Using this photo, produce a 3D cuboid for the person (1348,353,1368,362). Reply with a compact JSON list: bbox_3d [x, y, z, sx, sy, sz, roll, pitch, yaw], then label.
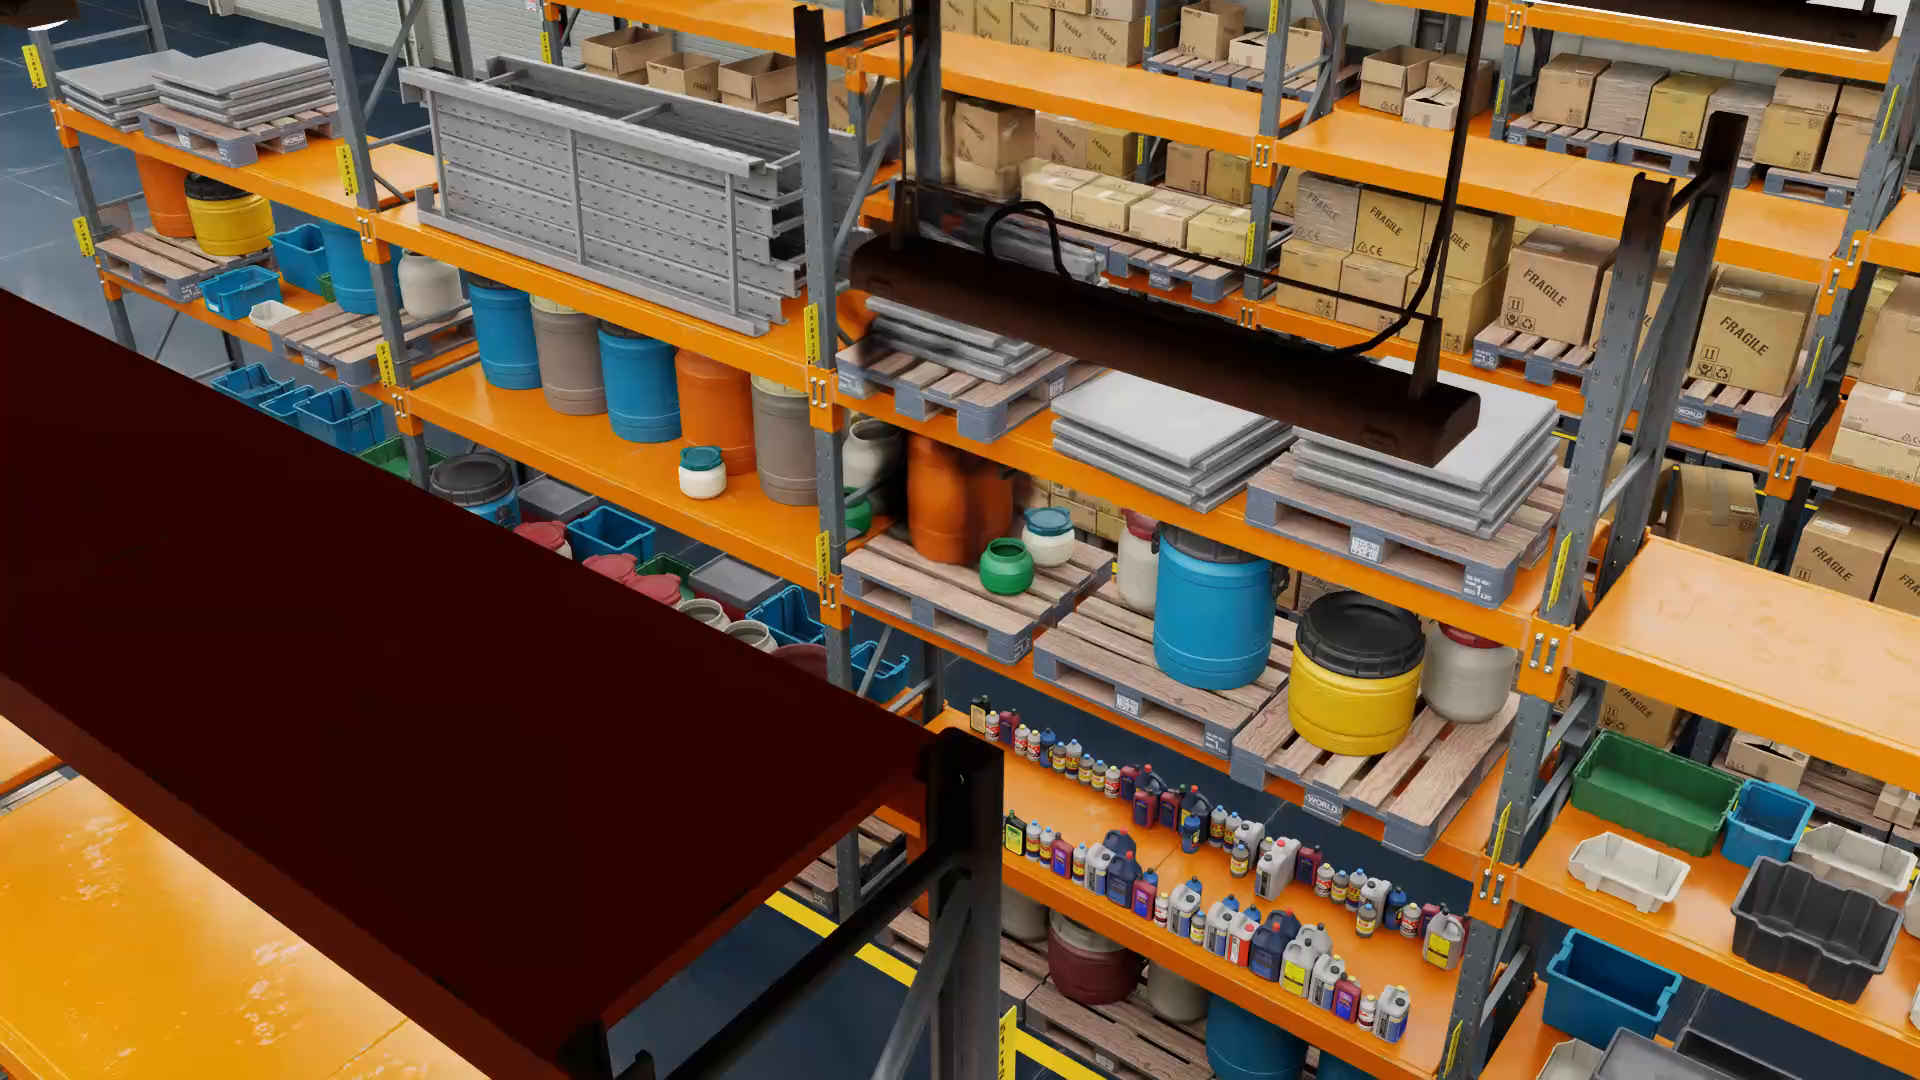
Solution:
[{"bbox_3d":[3.616,-1.050,15.411,0.756,1.766,0.546,23,38,33],"label":"person"}]
